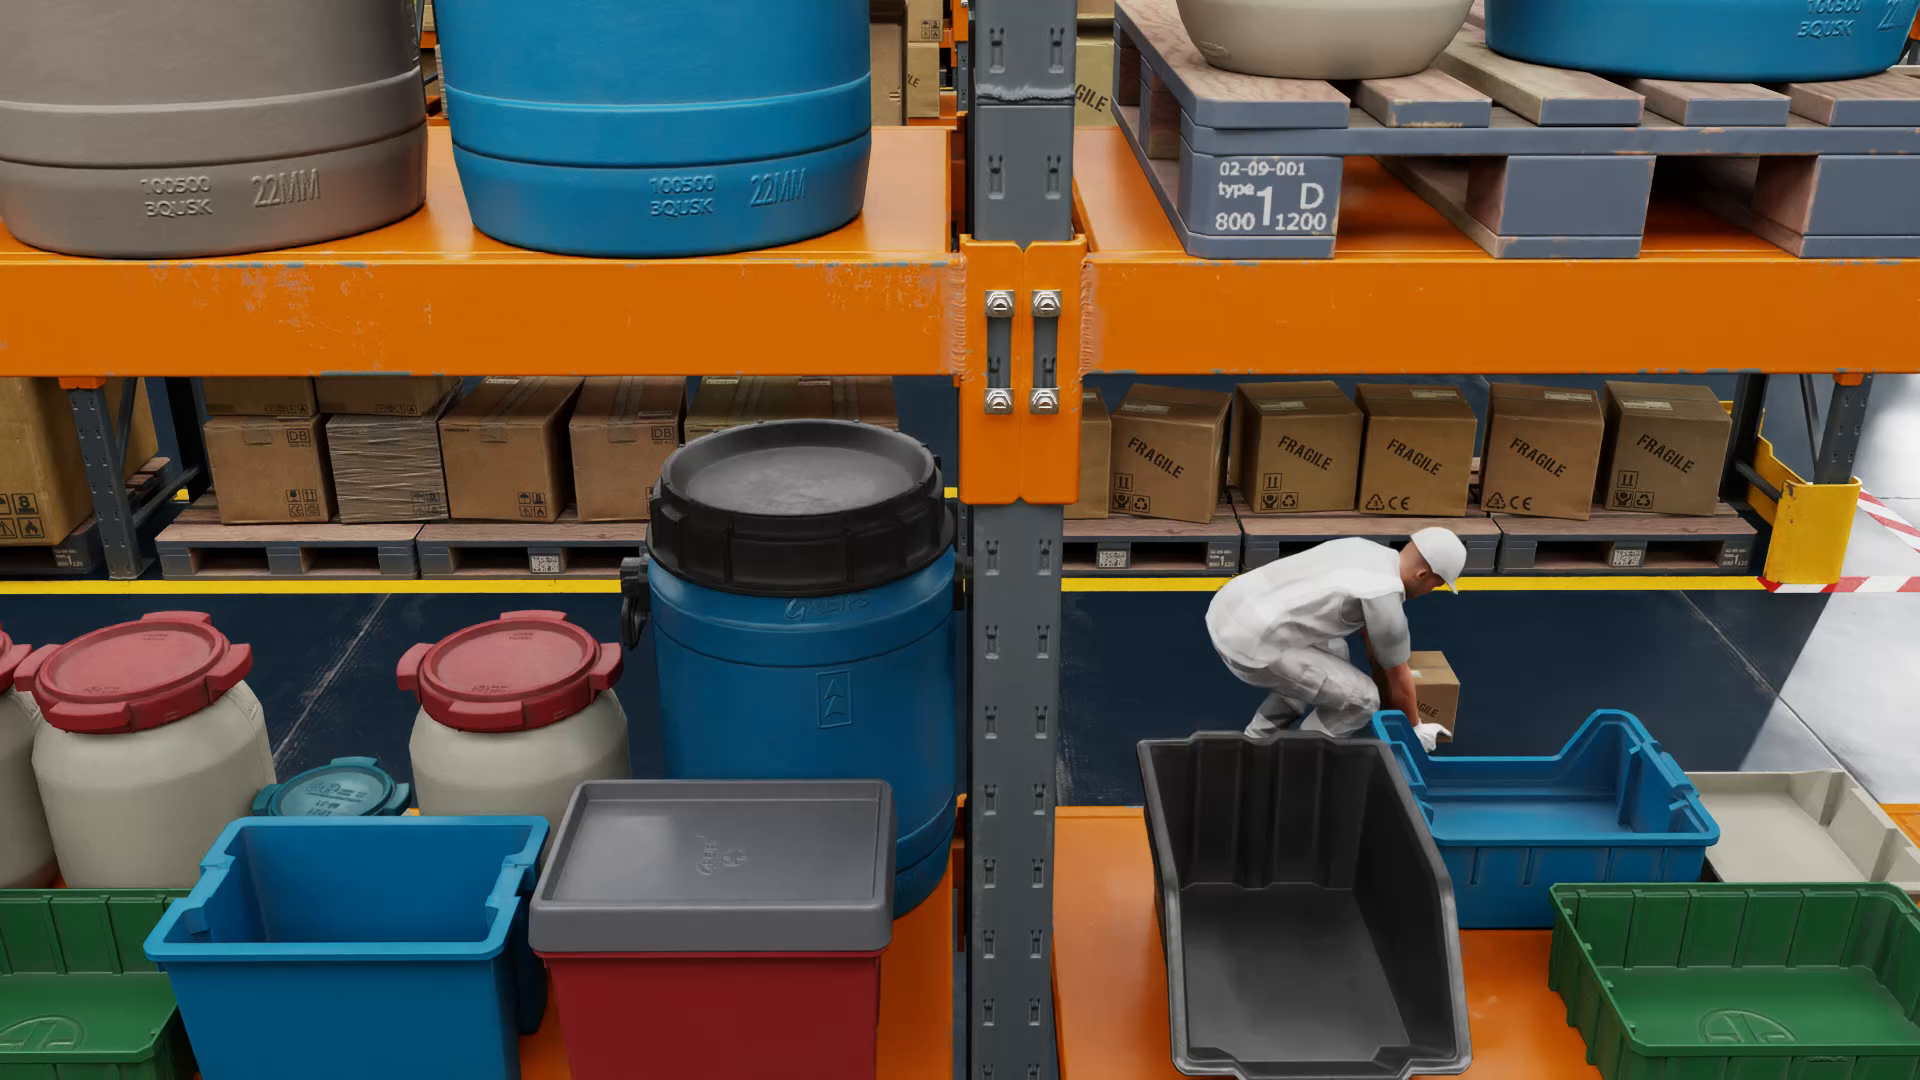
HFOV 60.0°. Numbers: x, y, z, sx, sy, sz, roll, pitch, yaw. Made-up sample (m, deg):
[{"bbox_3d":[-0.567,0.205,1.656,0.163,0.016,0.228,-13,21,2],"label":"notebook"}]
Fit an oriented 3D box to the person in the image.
[{"bbox_3d":[1.357,0.430,6.095,0.920,0.989,0.525,-1,24,-2],"label":"person"}]
